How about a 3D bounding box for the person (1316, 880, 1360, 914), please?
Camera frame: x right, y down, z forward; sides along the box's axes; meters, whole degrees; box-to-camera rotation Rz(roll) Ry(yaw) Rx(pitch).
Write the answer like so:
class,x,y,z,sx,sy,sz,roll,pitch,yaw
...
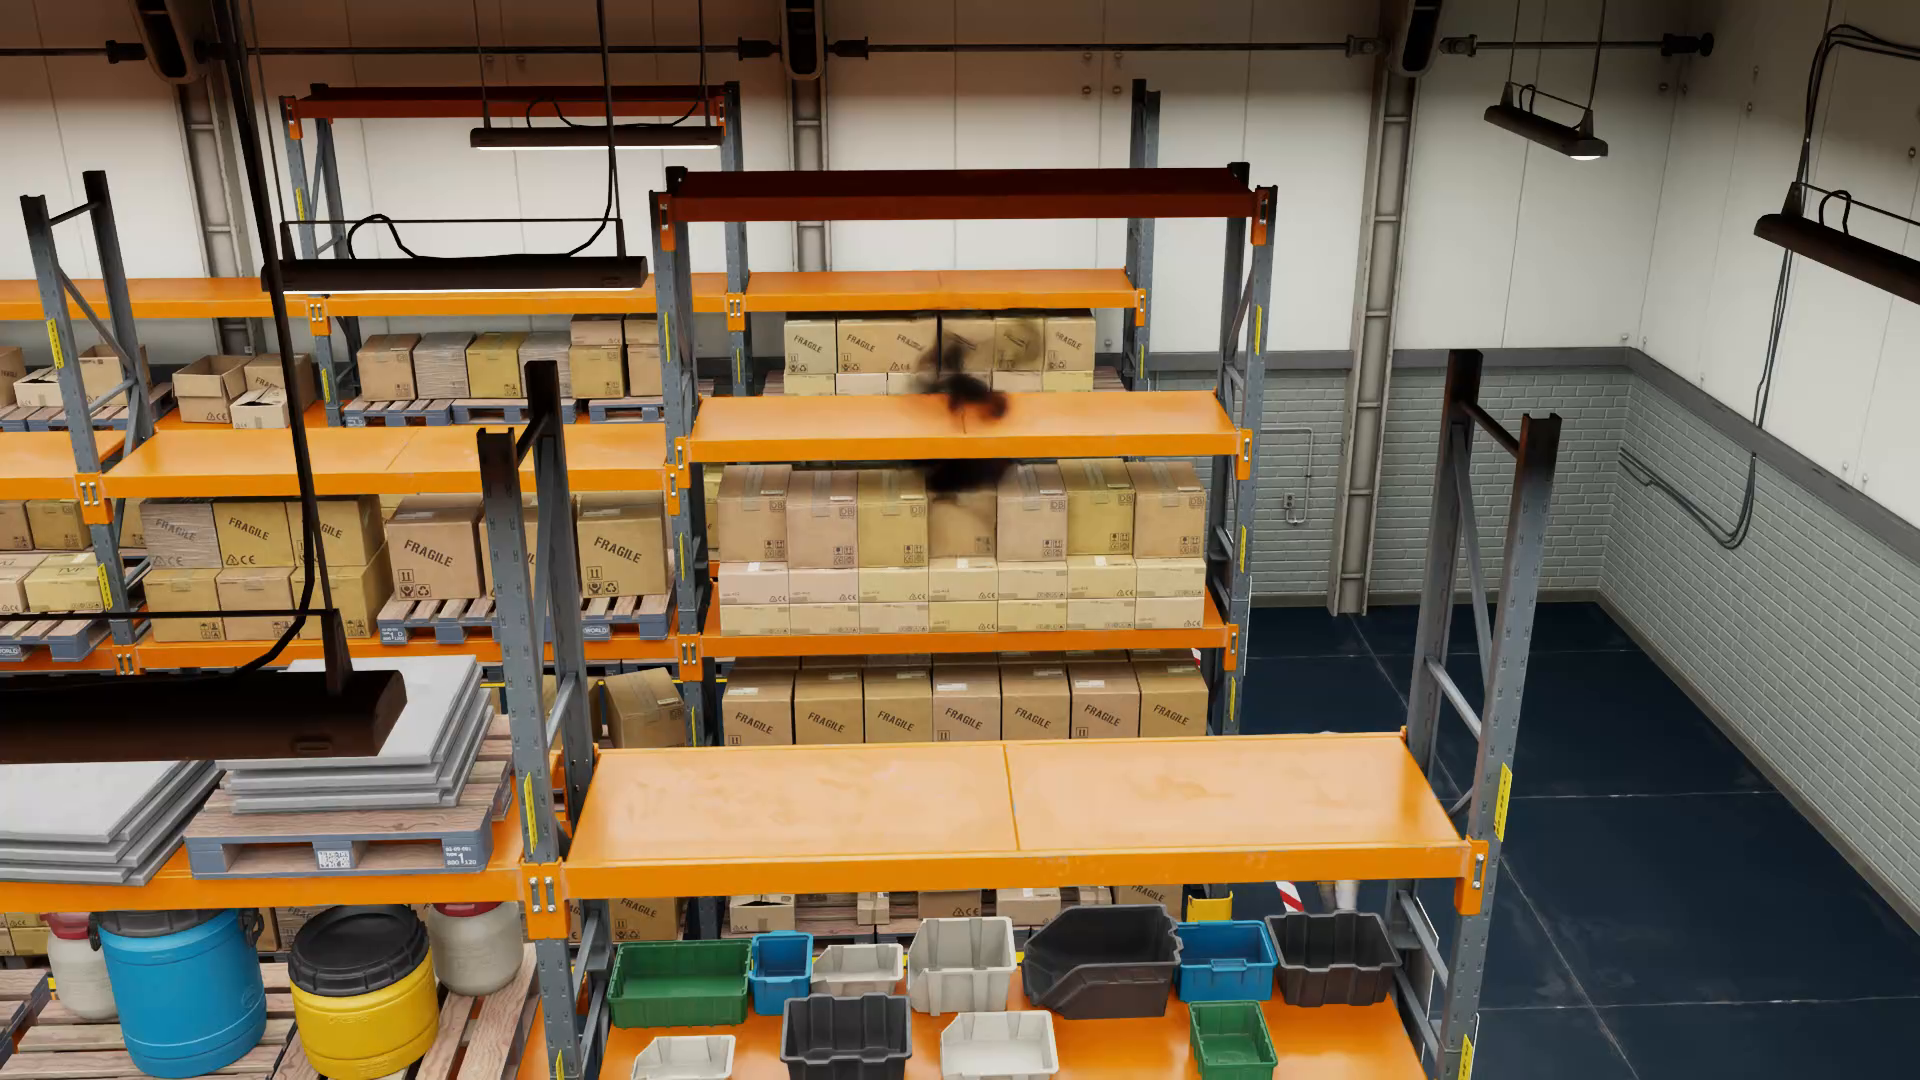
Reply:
class,x,y,z,sx,sy,sz,roll,pitch,yaw
person,2.742,2.368,12.368,0.710,1.760,0.740,6,23,14
